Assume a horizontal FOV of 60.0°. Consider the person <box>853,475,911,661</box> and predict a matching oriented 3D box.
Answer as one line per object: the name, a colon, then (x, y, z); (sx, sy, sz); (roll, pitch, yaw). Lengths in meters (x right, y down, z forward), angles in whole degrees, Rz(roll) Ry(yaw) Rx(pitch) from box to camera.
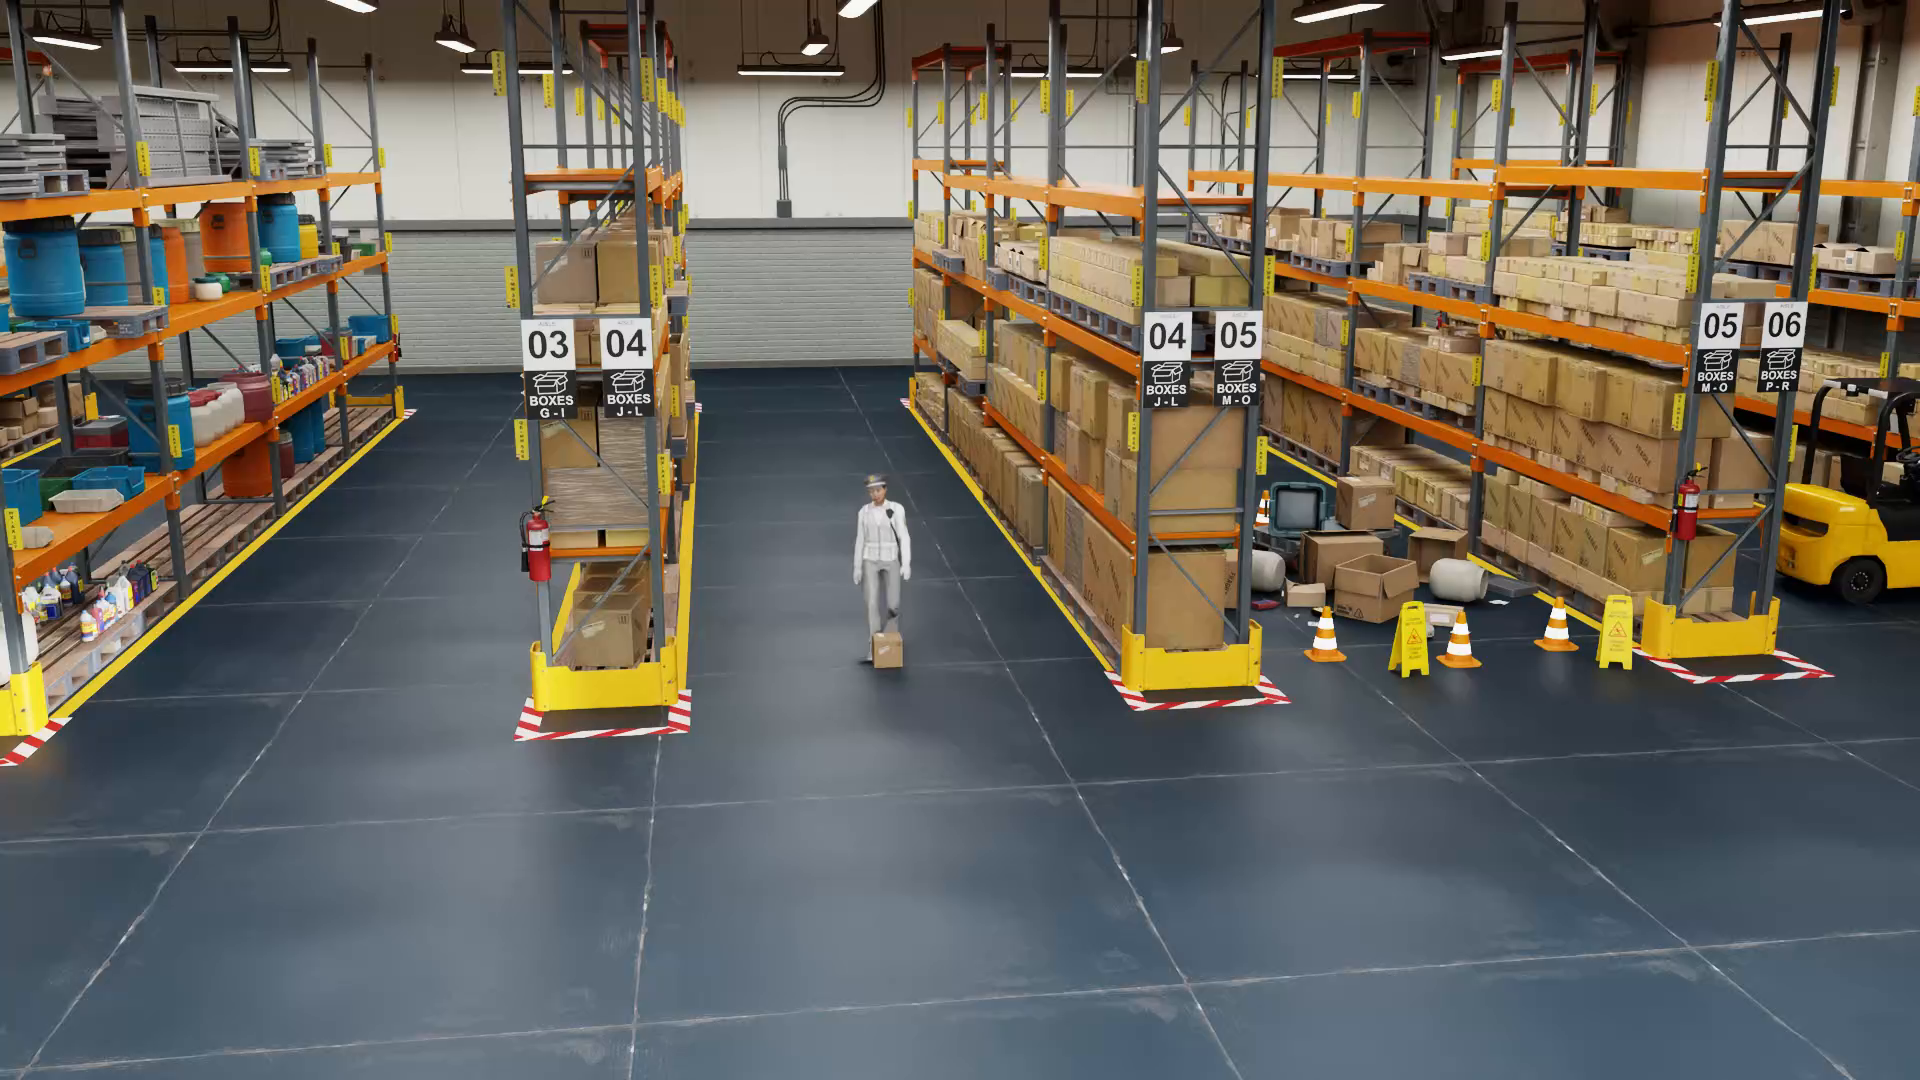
person: (-0.721, 0.225, 15.093); (0.531, 1.618, 0.770); (1, 13, 5)
